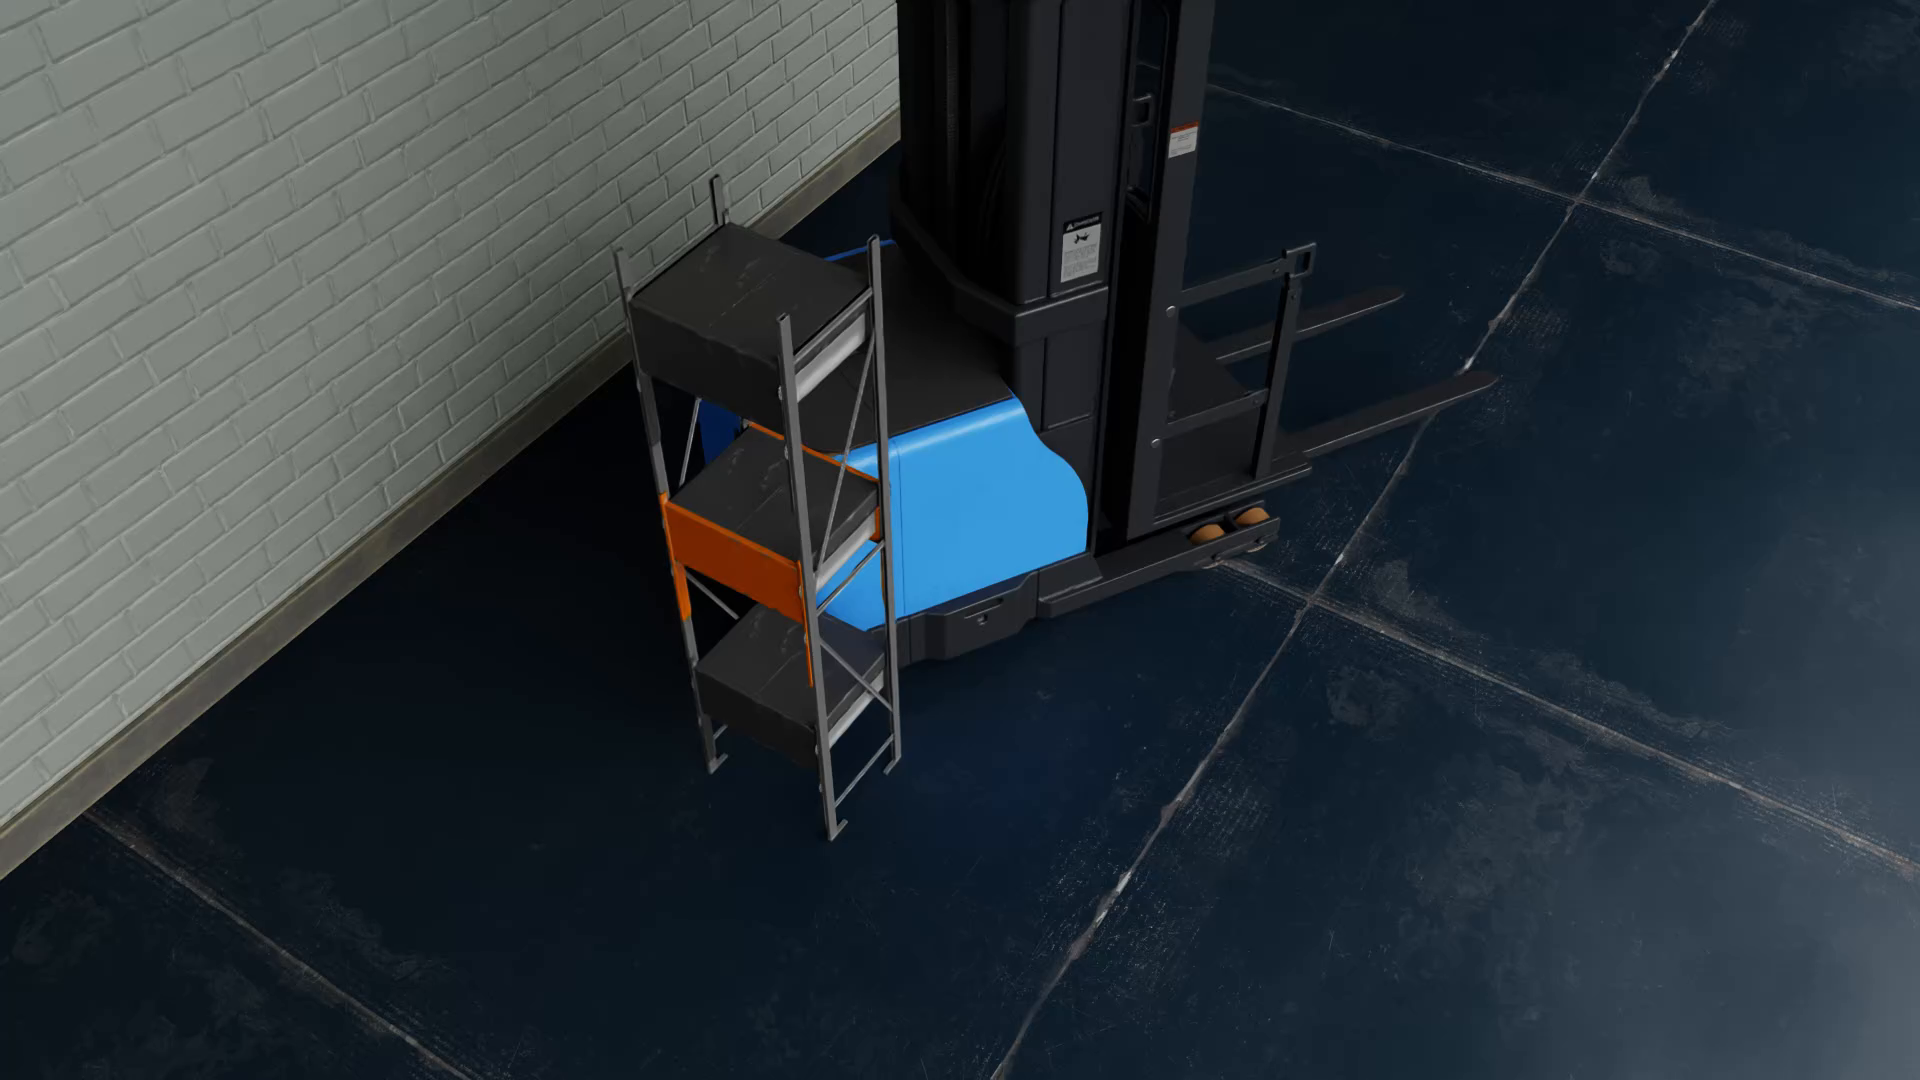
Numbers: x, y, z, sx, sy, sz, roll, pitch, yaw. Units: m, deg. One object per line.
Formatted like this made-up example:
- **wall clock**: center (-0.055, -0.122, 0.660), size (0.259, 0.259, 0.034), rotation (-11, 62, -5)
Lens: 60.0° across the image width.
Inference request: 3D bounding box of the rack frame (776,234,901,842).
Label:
- **rack frame**: center (-0.309, 0.110, 4.679), size (0.015, 2.100, 0.400), rotation (25, 51, 22)

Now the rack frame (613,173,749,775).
- **rack frame**: center (-0.720, -0.079, 4.863), size (0.015, 2.100, 0.400), rotation (25, 51, 22)

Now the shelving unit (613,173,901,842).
- **shelving unit**: center (-0.515, 0.015, 4.771), size (0.503, 2.100, 0.431), rotation (25, 51, 22)

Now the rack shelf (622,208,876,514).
- **rack shelf**: center (-0.515, -0.463, 4.279), size (0.480, 0.518, 0.431), rotation (25, 51, 22)

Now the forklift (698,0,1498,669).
- **forklift**: center (0.619, -1.238, 5.410), size (3.031, 2.935, 1.130), rotation (-19, 49, -18)

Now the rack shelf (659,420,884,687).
- **rack shelf**: center (-0.515, 0.025, 4.781), size (0.480, 0.518, 0.431), rotation (25, 51, 22)

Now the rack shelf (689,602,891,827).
- **rack shelf**: center (-0.515, 0.513, 5.283), size (0.480, 0.518, 0.431), rotation (25, 51, 22)
